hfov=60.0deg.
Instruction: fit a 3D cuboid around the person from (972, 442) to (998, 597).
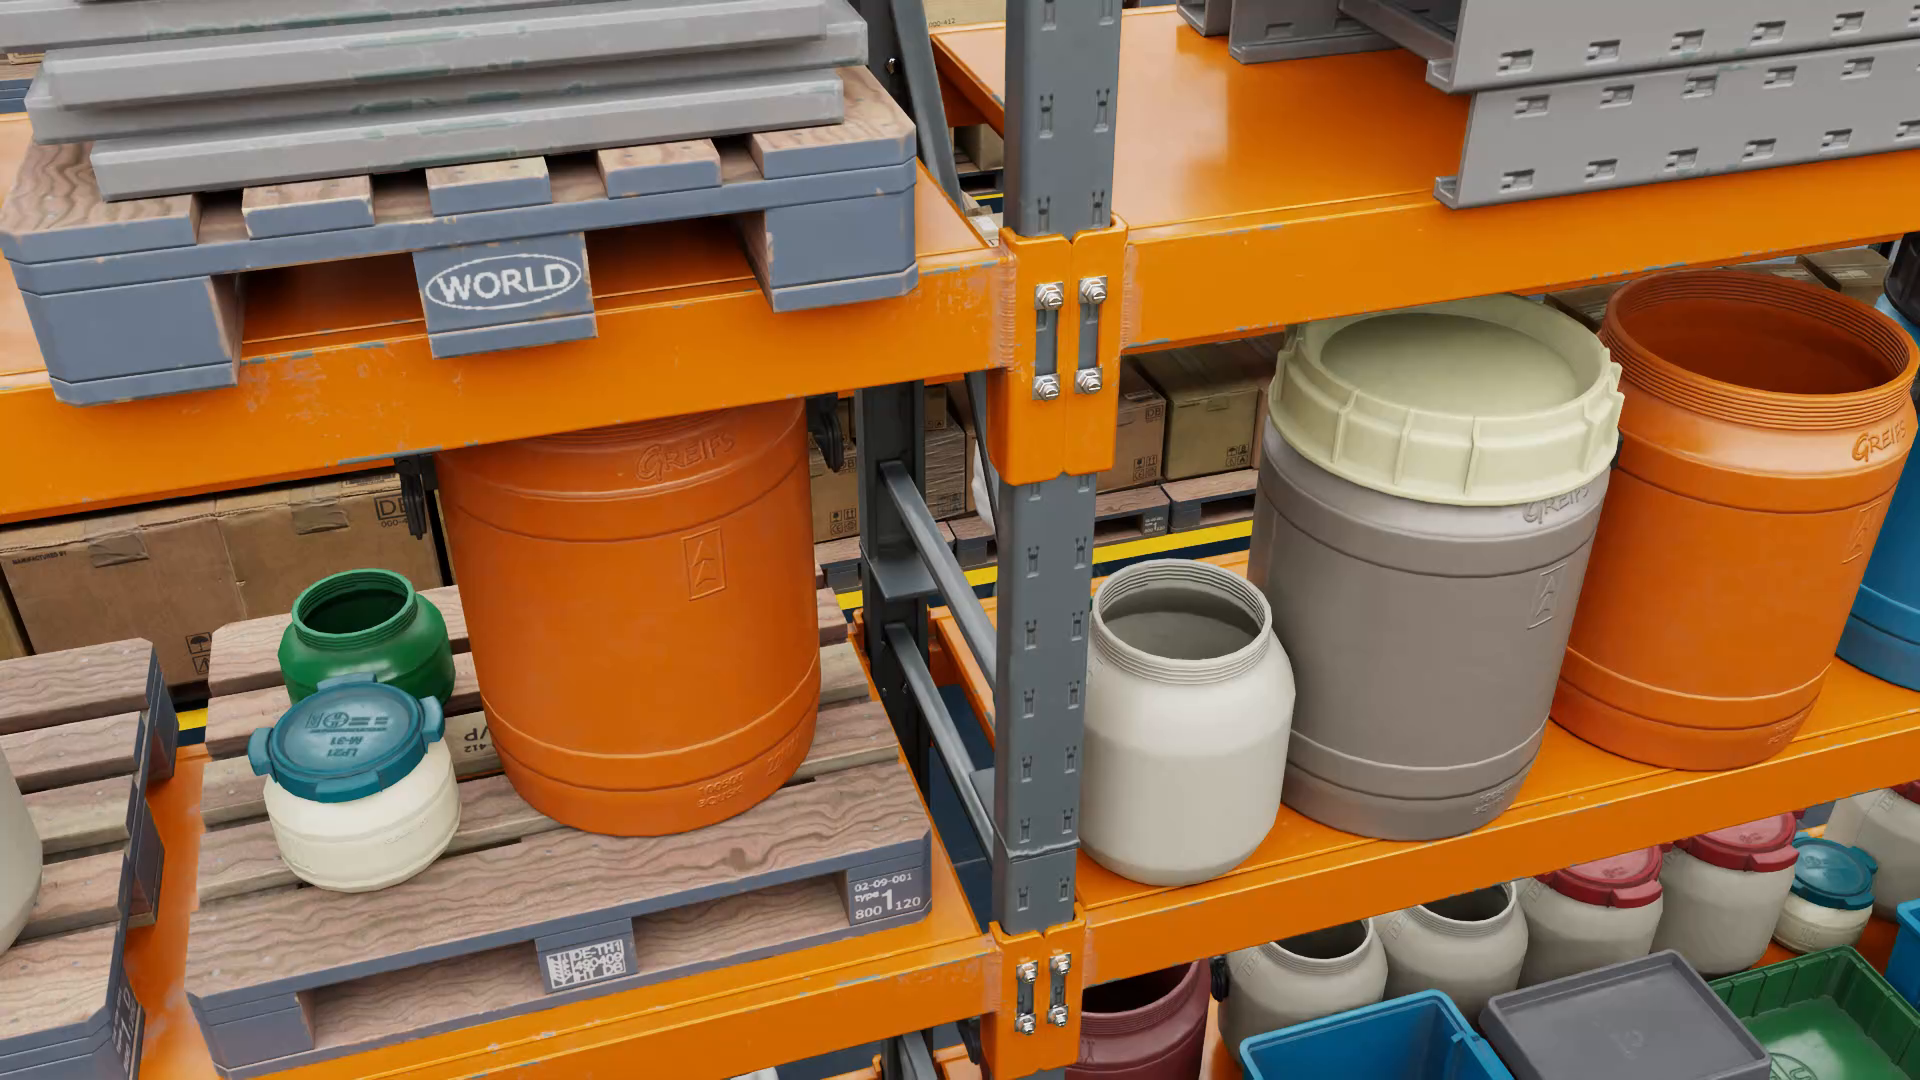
[{"bbox_3d":[0.303,-0.144,7.641,0.456,1.760,0.635,-12,36,-17],"label":"person"}]
